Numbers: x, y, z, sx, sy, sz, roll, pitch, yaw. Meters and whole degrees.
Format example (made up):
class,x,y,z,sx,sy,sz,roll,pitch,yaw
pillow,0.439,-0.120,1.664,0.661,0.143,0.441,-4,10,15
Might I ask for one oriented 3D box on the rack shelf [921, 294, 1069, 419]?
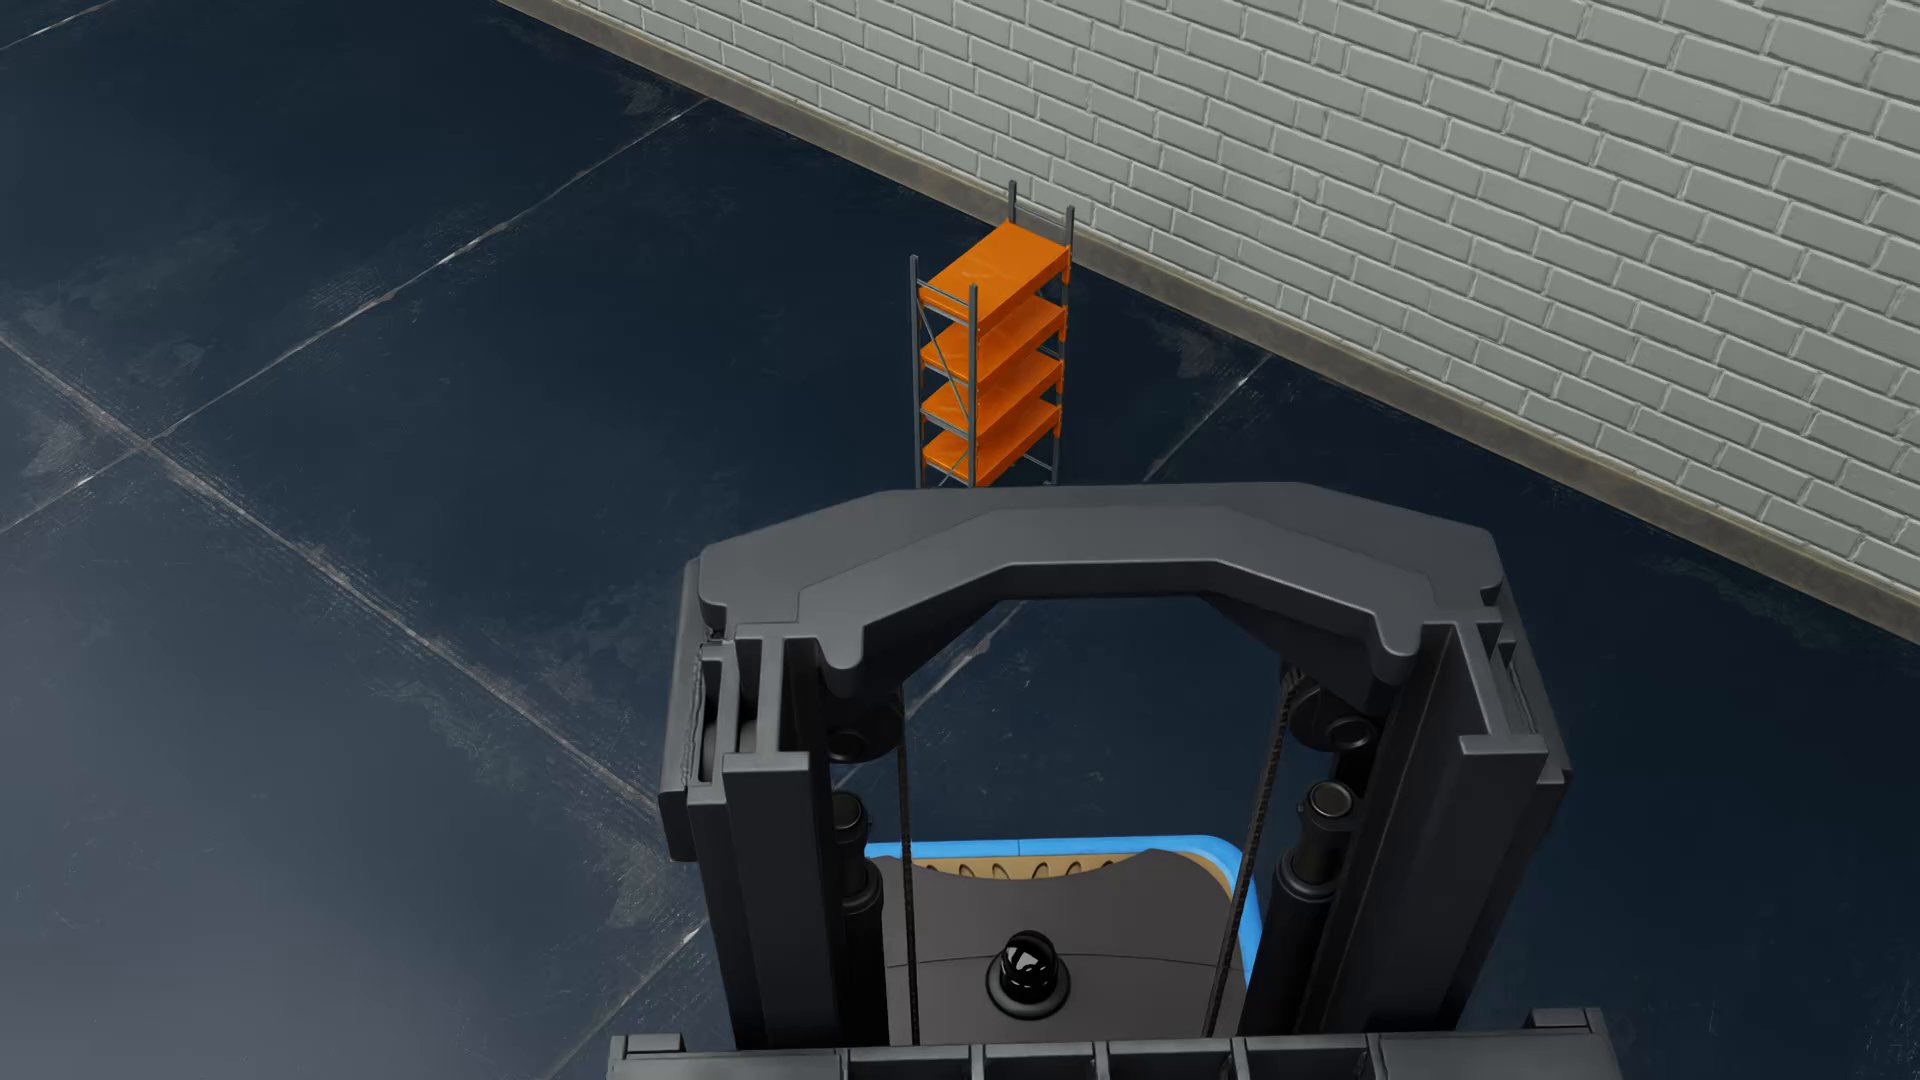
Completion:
class,x,y,z,sx,sy,sz,roll,pitch,yaw
rack shelf,0.101,-0.617,5.294,0.258,0.148,0.480,29,53,25

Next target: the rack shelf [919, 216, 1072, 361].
class,x,y,z,sx,sy,sz,roll,pitch,yaw
rack shelf,0.101,-0.781,5.122,0.258,0.148,0.480,29,53,25

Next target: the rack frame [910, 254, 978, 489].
class,x,y,z,sx,sy,sz,roll,pitch,yaw
rack frame,-0.048,-0.370,5.273,0.240,1.200,0.015,29,53,25

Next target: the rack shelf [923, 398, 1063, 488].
class,x,y,z,sx,sy,sz,roll,pitch,yaw
rack shelf,0.101,-0.326,5.599,0.258,0.148,0.480,29,53,25

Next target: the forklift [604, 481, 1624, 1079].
class,x,y,z,sx,sy,sz,roll,pitch,yaw
forklift,0.171,1.453,2.335,1.130,2.935,3.031,-1,46,-1

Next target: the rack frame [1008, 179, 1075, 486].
class,x,y,z,sx,sy,sz,roll,pitch,yaw
rack frame,0.250,-0.649,5.540,0.240,1.200,0.015,29,53,25

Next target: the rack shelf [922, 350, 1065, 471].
class,x,y,z,sx,sy,sz,roll,pitch,yaw
rack shelf,0.101,-0.463,5.455,0.258,0.148,0.480,29,53,25

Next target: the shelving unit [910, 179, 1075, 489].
class,x,y,z,sx,sy,sz,roll,pitch,yaw
shelving unit,0.101,-0.509,5.407,0.258,1.200,0.503,29,53,25
